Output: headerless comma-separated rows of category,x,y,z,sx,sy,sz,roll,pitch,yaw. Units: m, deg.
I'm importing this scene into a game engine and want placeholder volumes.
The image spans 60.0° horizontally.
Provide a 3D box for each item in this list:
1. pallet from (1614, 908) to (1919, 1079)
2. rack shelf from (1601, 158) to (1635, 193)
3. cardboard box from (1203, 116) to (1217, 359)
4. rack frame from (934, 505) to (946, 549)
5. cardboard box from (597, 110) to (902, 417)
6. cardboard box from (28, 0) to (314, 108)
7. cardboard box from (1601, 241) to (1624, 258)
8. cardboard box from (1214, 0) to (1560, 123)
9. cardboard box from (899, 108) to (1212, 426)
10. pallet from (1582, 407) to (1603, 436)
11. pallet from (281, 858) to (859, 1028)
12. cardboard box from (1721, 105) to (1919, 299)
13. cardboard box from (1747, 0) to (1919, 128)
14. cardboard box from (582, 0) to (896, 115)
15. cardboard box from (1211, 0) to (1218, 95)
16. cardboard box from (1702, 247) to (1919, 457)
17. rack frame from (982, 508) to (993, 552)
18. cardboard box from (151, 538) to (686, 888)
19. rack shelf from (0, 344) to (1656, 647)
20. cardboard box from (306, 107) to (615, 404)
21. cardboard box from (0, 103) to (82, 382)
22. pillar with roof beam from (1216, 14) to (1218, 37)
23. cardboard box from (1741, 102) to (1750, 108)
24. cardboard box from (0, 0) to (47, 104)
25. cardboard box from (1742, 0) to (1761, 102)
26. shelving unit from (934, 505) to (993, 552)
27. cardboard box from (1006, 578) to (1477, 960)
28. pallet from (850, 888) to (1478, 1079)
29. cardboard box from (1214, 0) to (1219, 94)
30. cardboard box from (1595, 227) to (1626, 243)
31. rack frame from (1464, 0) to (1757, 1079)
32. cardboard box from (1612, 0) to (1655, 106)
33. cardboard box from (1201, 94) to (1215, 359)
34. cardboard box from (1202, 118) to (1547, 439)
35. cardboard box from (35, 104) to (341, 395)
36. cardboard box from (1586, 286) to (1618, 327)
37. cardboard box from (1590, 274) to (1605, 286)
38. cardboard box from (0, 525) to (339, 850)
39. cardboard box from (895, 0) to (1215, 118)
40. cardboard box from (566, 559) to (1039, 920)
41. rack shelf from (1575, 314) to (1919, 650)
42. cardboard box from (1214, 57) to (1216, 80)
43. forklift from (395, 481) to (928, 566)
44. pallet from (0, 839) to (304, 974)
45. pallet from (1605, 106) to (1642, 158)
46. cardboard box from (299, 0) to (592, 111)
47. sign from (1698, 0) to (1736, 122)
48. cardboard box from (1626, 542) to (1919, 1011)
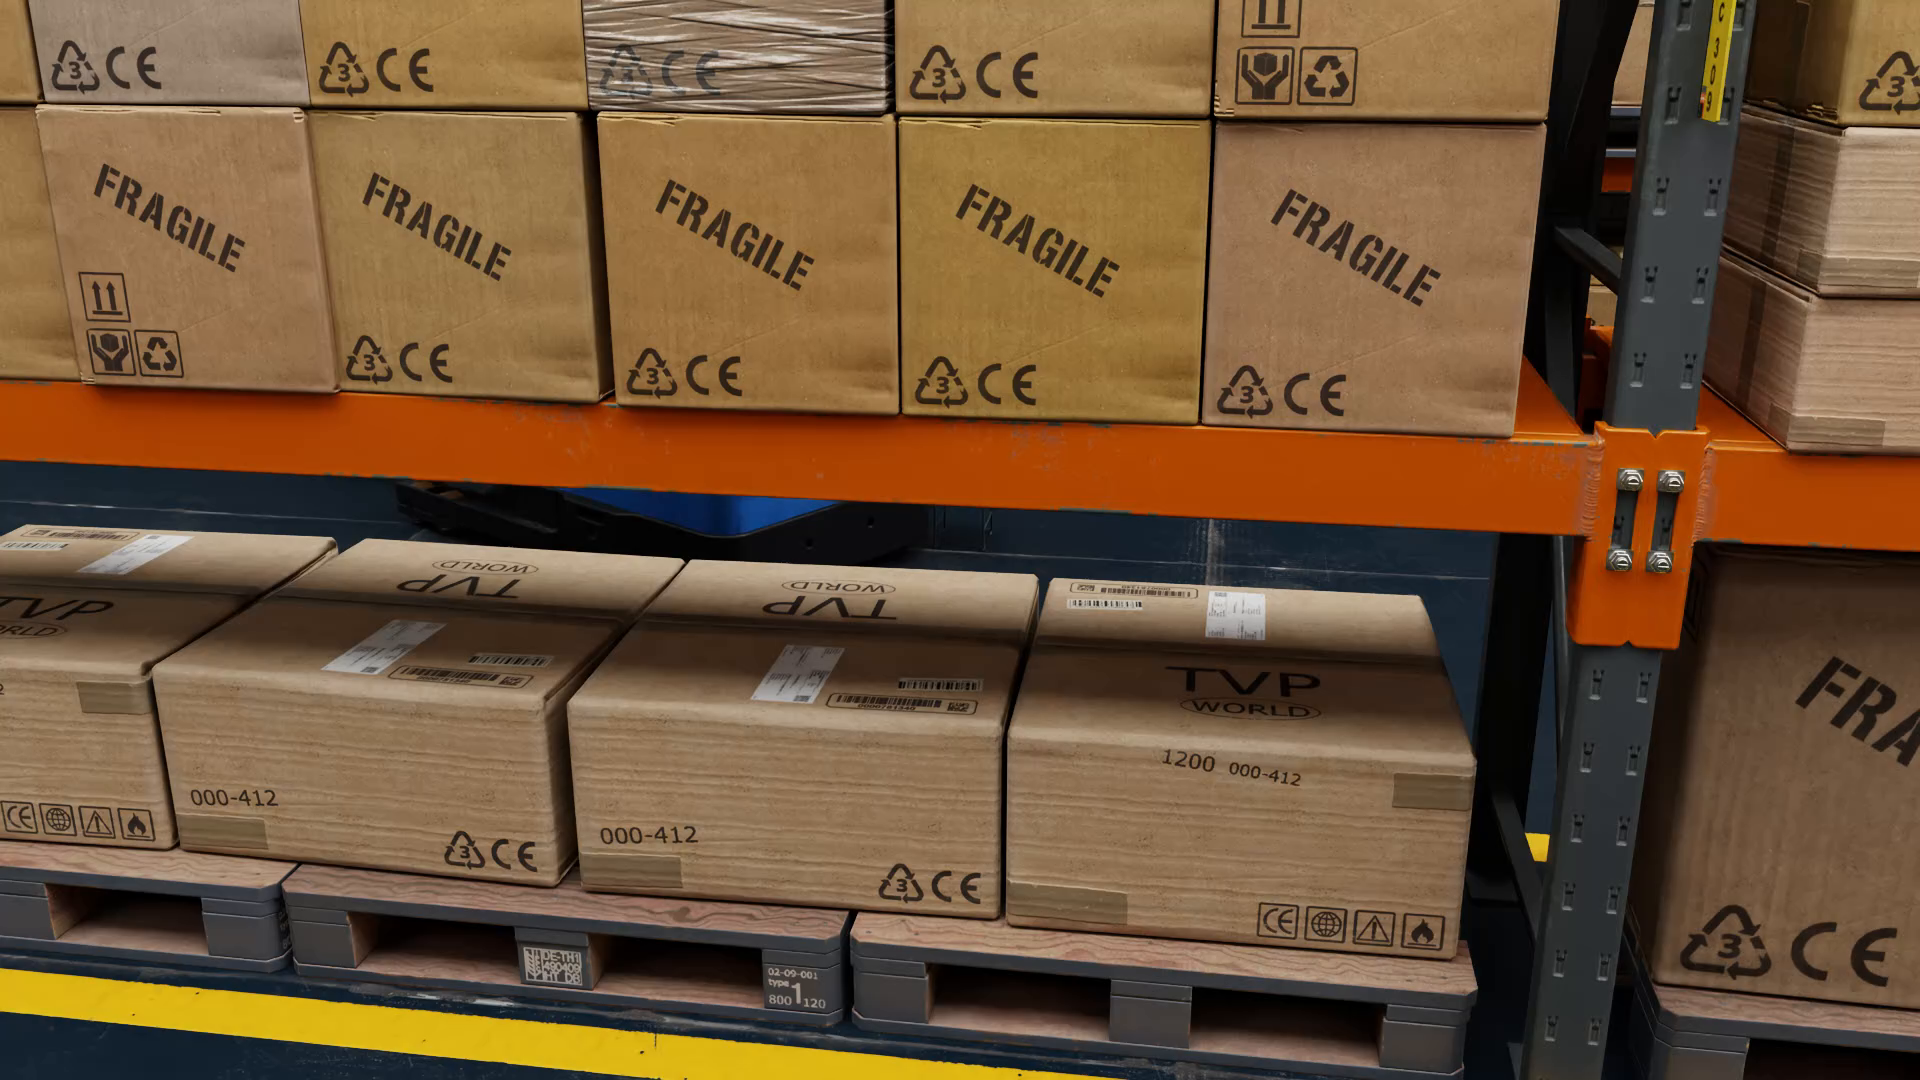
pallet,1.963,0.839,3.464,1.213,0.211,1.003,3,19,9
rack shelf,3.947,-1.612,7.529,4.000,0.370,1.077,3,19,9
cardboard box,0.767,-0.652,3.367,0.500,0.500,0.500,4,19,10
rack frame,-0.076,-0.573,6.124,0.006,1.200,0.240,3,19,9
cardboard box,-0.317,-0.535,3.016,0.500,0.500,0.500,3,19,8
cardboard box,-1.311,-1.061,3.014,0.500,0.500,0.500,3,19,8
cardboard box,3.098,-1.266,7.614,0.250,0.149,0.380,3,19,8
cardboard box,0.679,-0.958,2.705,0.500,0.500,0.500,3,19,8
cardboard box,0.181,-0.514,2.954,0.500,0.500,0.500,2,19,7
pallet,2.781,-0.703,8.071,1.213,0.211,1.003,3,19,9
pallet,-0.758,0.700,3.878,1.213,0.211,1.003,3,19,9
cardboard box,1.578,-0.554,2.681,0.500,0.250,0.500,2,19,7
cardboard box,1.578,-0.908,2.557,0.500,0.500,0.500,3,19,9
cardboard box,-0.325,-1.009,2.857,0.500,0.500,0.500,3,19,9
cardboard box,0.259,-1.148,3.273,0.500,0.500,0.500,3,19,8
cardboard box,1.581,-0.323,2.778,0.500,0.250,0.500,2,19,7
rack frame,0.105,-0.564,6.097,0.006,1.200,0.240,3,19,9
cardboard box,-1.188,0.361,3.873,0.875,0.438,0.875,3,19,10
rack shelf,-0.786,-0.258,3.482,4.000,0.370,1.077,3,19,9
cardboard box,-0.832,-0.566,3.109,0.500,0.500,0.500,4,19,10
cardboard box,-1.828,-0.617,3.262,0.500,0.500,0.500,3,19,8
pillar with roof beam,0.745,-3.868,3.681,0.400,9.000,9.100,3,19,9
cardboard box,1.663,-0.719,3.173,0.500,0.250,0.500,3,19,9
cardboard box,-1.821,-1.085,3.084,0.500,0.500,0.500,2,19,7
cardboard box,1.670,-1.077,3.060,0.500,0.500,0.500,4,19,10
shelving unit,0.014,-0.568,6.111,0.189,1.200,0.258,3,19,9
cardboard box,0.586,0.452,3.602,0.875,0.438,0.875,3,19,8
pallet,0.450,0.761,3.697,1.213,0.211,1.003,3,19,9
cardboard box,0.757,-1.120,3.191,0.500,0.500,0.500,3,19,9
cardboard box,3.140,-1.422,8.080,0.250,0.149,0.380,2,19,6
rack frame,1.189,-0.499,3.067,0.127,3.000,1.000,3,19,9
cardboard box,2.926,-2.180,7.273,0.500,0.500,0.700,3,19,9
cardboard box,0.271,-0.679,3.446,0.500,0.500,0.500,3,19,9
cardboard box,0.690,-0.490,2.882,0.500,0.500,0.500,3,19,9
cardboard box,-1.329,-0.586,3.169,0.500,0.500,0.500,3,19,8
cardboard box,2.942,-0.949,7.691,0.500,0.500,0.500,3,19,8
cardboard box,2.825,-1.275,7.642,0.250,0.149,0.380,2,19,6
cardboard box,-2.093,0.317,4.003,0.875,0.438,0.875,2,19,7
cardboard box,0.179,-0.986,2.789,0.500,0.500,0.500,3,19,8
cardboard box,-0.298,0.407,3.736,0.875,0.438,0.875,2,19,7
rack shelf,3.163,-0.057,2.880,4.000,0.370,1.077,3,19,9
cardboard box,0.934,-2.094,7.602,0.500,0.250,0.500,3,19,9
forklift,-1.568,-1.526,6.245,3.031,2.935,1.130,15,24,38
pallet,-1.959,0.638,4.064,1.213,0.211,1.003,3,19,9
pallet,2.744,-1.889,7.523,1.213,0.211,1.003,3,19,9
cardboard box,-0.818,-1.036,2.940,0.500,0.500,0.500,3,19,9
sign,1.102,-0.773,2.397,0.005,0.325,0.100,3,19,9
cardboard box,1.814,0.316,3.319,0.875,0.875,0.875,4,19,10
